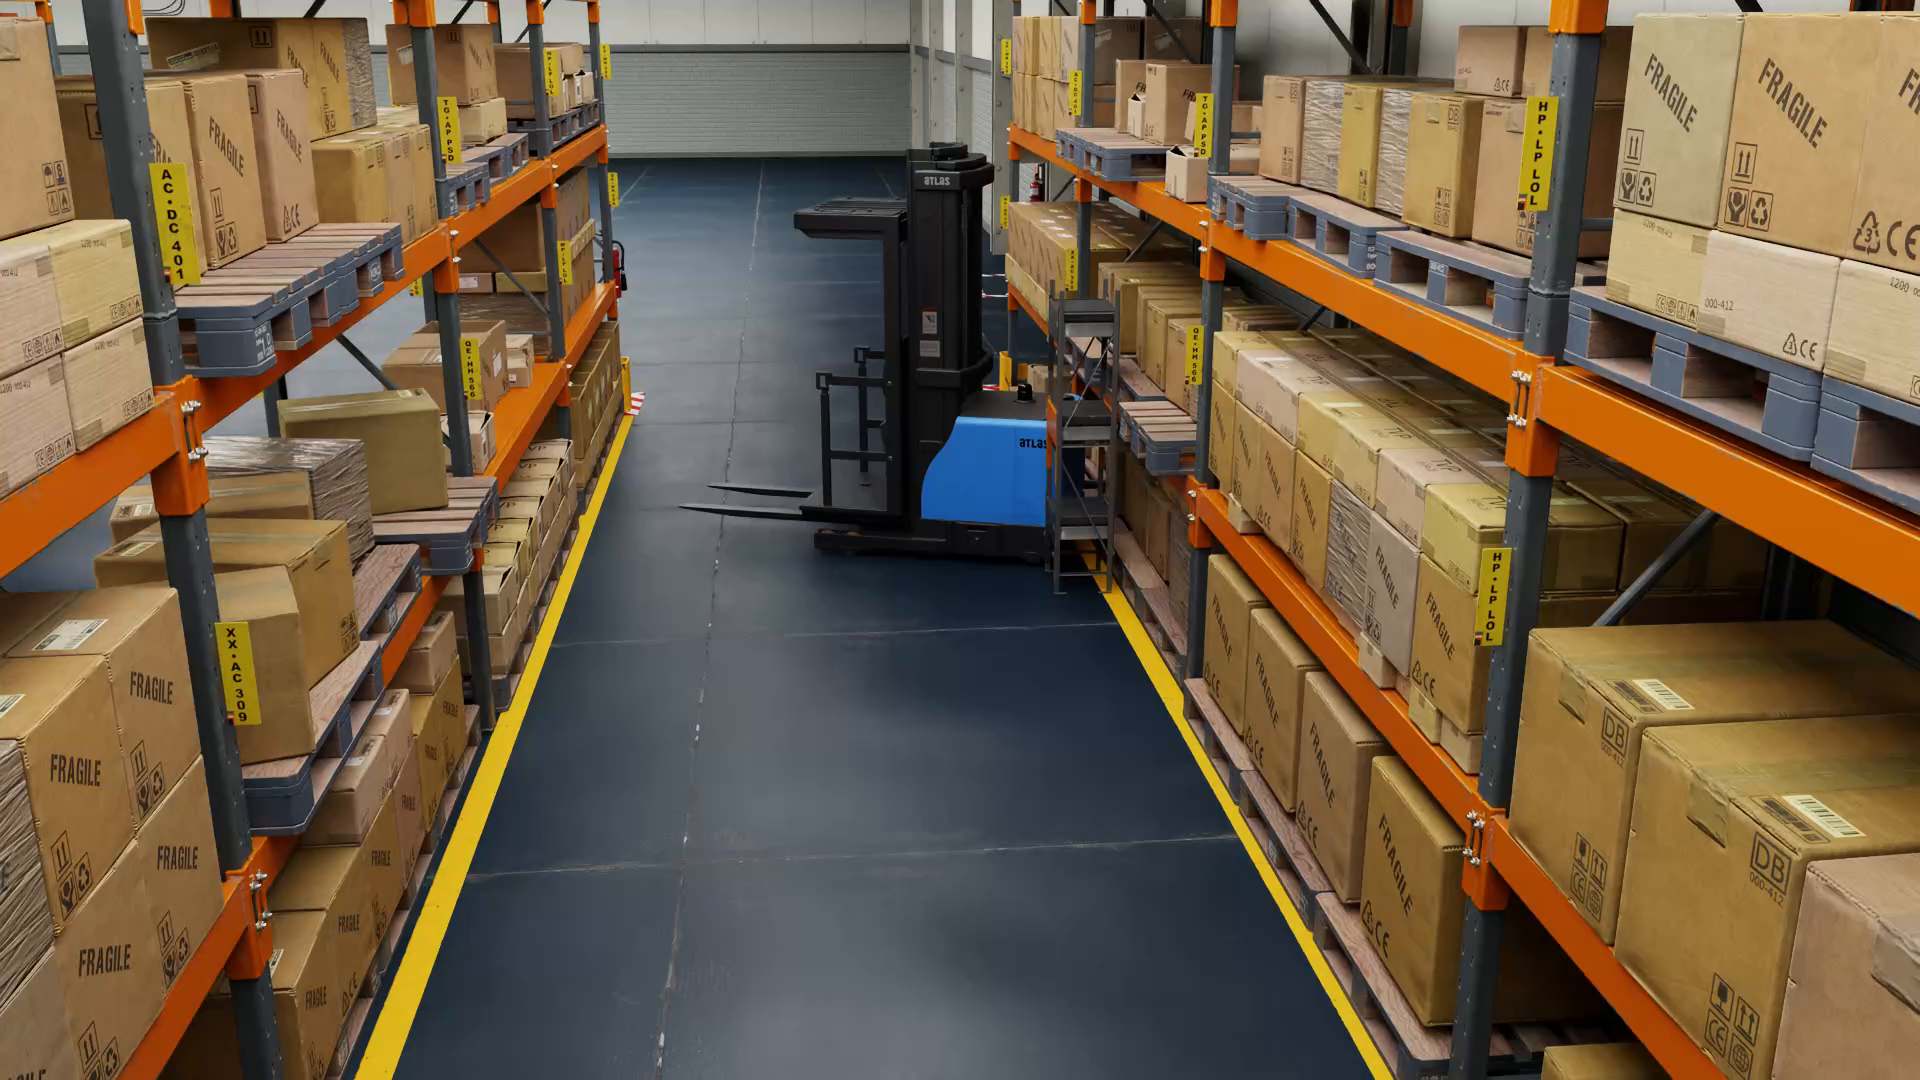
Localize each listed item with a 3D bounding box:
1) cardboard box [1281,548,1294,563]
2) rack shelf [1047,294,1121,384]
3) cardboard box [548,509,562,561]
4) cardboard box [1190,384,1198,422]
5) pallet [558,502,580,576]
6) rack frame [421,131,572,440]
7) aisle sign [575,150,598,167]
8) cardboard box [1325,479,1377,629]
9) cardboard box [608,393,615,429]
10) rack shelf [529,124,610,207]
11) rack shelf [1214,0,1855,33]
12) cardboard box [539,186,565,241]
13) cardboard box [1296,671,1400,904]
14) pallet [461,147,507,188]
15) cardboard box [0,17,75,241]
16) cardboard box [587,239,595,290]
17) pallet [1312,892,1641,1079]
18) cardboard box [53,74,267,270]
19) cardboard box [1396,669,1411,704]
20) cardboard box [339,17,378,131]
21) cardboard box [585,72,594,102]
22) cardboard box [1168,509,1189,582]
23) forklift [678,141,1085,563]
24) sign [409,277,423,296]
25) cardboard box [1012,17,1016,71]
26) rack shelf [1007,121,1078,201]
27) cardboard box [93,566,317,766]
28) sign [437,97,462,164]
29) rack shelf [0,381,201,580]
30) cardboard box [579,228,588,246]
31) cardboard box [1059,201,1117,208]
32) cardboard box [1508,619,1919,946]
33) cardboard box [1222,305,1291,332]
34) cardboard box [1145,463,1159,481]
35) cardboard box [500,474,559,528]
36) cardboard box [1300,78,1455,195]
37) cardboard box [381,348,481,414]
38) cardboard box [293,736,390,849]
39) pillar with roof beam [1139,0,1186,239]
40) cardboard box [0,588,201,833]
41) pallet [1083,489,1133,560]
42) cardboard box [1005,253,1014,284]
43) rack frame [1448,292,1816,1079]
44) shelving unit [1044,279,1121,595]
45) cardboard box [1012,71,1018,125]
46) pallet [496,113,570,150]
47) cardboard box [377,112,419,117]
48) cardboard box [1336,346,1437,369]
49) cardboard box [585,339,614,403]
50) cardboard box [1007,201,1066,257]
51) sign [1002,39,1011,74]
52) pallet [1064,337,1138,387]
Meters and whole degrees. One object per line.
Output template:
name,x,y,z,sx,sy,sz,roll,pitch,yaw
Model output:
cardboard box,1.771,0.007,8.034,0.380,0.149,0.250,-1,17,-4
rack shelf,0.830,-1.357,11.203,0.431,0.518,0.480,-1,17,-4
cardboard box,-3.082,-0.023,11.631,0.500,0.250,0.500,-1,17,-4
cardboard box,1.764,-0.912,9.672,0.700,0.500,0.500,-4,18,-12
pallet,-3.402,-0.003,12.335,1.003,0.211,1.213,-2,18,-6
rack frame,-3.517,-1.552,12.613,1.000,3.000,0.127,-2,18,-6
aisle sign,-3.644,-4.013,16.110,0.394,0.787,0.004,-2,18,-6
cardboard box,1.831,0.047,6.823,0.500,0.500,0.500,-2,18,-6
cardboard box,-3.463,-1.184,15.330,0.500,0.250,0.500,-2,18,-6
rack shelf,-3.723,-3.236,14.169,1.077,0.370,4.000,-2,18,-6
rack shelf,2.029,-2.247,6.679,1.077,0.370,4.000,-2,18,-6
cardboard box,-3.673,-2.650,13.778,0.700,0.500,0.500,-2,18,-6
cardboard box,1.944,1.048,7.218,0.750,0.750,0.750,-1,17,-4
pallet,-3.382,-2.234,10.092,1.003,0.211,1.213,-1,17,-3
cardboard box,-2.604,-0.981,3.949,0.700,0.500,0.500,-2,18,-6
cardboard box,-3.894,-2.652,15.949,0.700,0.500,0.500,-2,18,-6
pallet,2.081,1.780,6.654,1.003,0.211,1.213,-2,18,-6
cardboard box,-2.762,-1.246,5.596,0.600,0.600,0.600,-2,18,-6
cardboard box,1.887,0.543,6.326,0.380,0.149,0.250,-1,17,-4
cardboard box,-3.066,-2.186,7.788,0.500,0.500,0.500,-2,18,-6
cardboard box,-3.548,-4.035,14.831,0.500,0.250,0.500,-2,18,-6
cardboard box,1.759,0.098,10.795,0.700,0.500,0.500,-2,18,-6
forklift,-0.612,-1.440,12.370,3.031,2.935,1.130,4,18,12
sign,-4.069,-1.985,12.415,0.100,0.325,0.005,-2,18,-6
cardboard box,0.796,-4.741,15.893,0.500,0.500,0.500,-3,18,-10
rack shelf,1.204,-3.390,14.660,1.077,0.370,4.000,-2,18,-6
cardboard box,-2.518,0.435,5.414,0.700,0.500,0.500,-8,19,-24
sign,-2.564,-2.054,8.341,0.100,0.325,0.005,-2,18,-6
rack shelf,-2.486,0.340,2.781,1.077,0.370,4.000,-2,18,-6
cardboard box,-3.622,-2.764,15.223,0.380,0.149,0.250,-2,17,-5
cardboard box,1.257,-3.060,16.380,0.500,0.500,0.500,-2,18,-6
cardboard box,2.275,0.696,4.950,0.980,0.700,0.700,-2,17,-5
cardboard box,1.709,-1.279,9.758,0.380,0.149,0.250,-5,18,-15
cardboard box,1.609,-0.576,11.692,0.500,0.250,0.500,-2,18,-7
cardboard box,-3.081,-0.293,11.554,0.500,0.311,0.500,-2,18,-6
cardboard box,2.037,-1.904,7.825,0.700,0.500,0.500,-3,18,-9
cardboard box,-3.294,-0.907,10.392,0.500,0.500,0.500,-3,18,-9
cardboard box,-2.602,1.007,6.649,0.500,0.250,0.500,-2,18,-6
pillar with roof beam,-2.352,-5.445,14.998,9.100,9.000,0.400,-2,18,-6
cardboard box,-2.382,0.449,4.401,0.500,0.500,0.500,-2,18,-5
pallet,1.492,-0.144,12.783,1.003,0.211,1.213,-2,18,-6
cardboard box,0.732,-2.681,16.425,0.500,0.250,0.500,-2,18,-7
rack frame,2.235,0.677,5.512,1.000,3.000,0.127,-2,18,-6
shelving unit,0.830,-0.703,11.409,0.431,2.100,0.503,-1,17,-4
cardboard box,0.783,-4.279,16.090,0.500,0.500,0.500,-1,17,-4
pallet,-3.631,-3.194,12.983,1.003,0.211,1.213,-2,18,-6
cardboard box,-3.327,-2.380,9.792,0.500,0.250,0.500,-2,18,-7
cardboard box,2.177,-0.790,8.236,0.500,0.250,0.500,-2,18,-7
cardboard box,-3.460,-1.542,15.218,0.500,0.500,0.500,-2,18,-6
cardboard box,0.748,-3.042,16.324,0.500,0.500,0.500,-2,18,-6
sign,0.458,-4.729,16.266,0.100,0.325,0.005,-2,18,-6
pallet,1.344,-1.382,12.393,1.003,0.211,1.213,-2,18,-6
